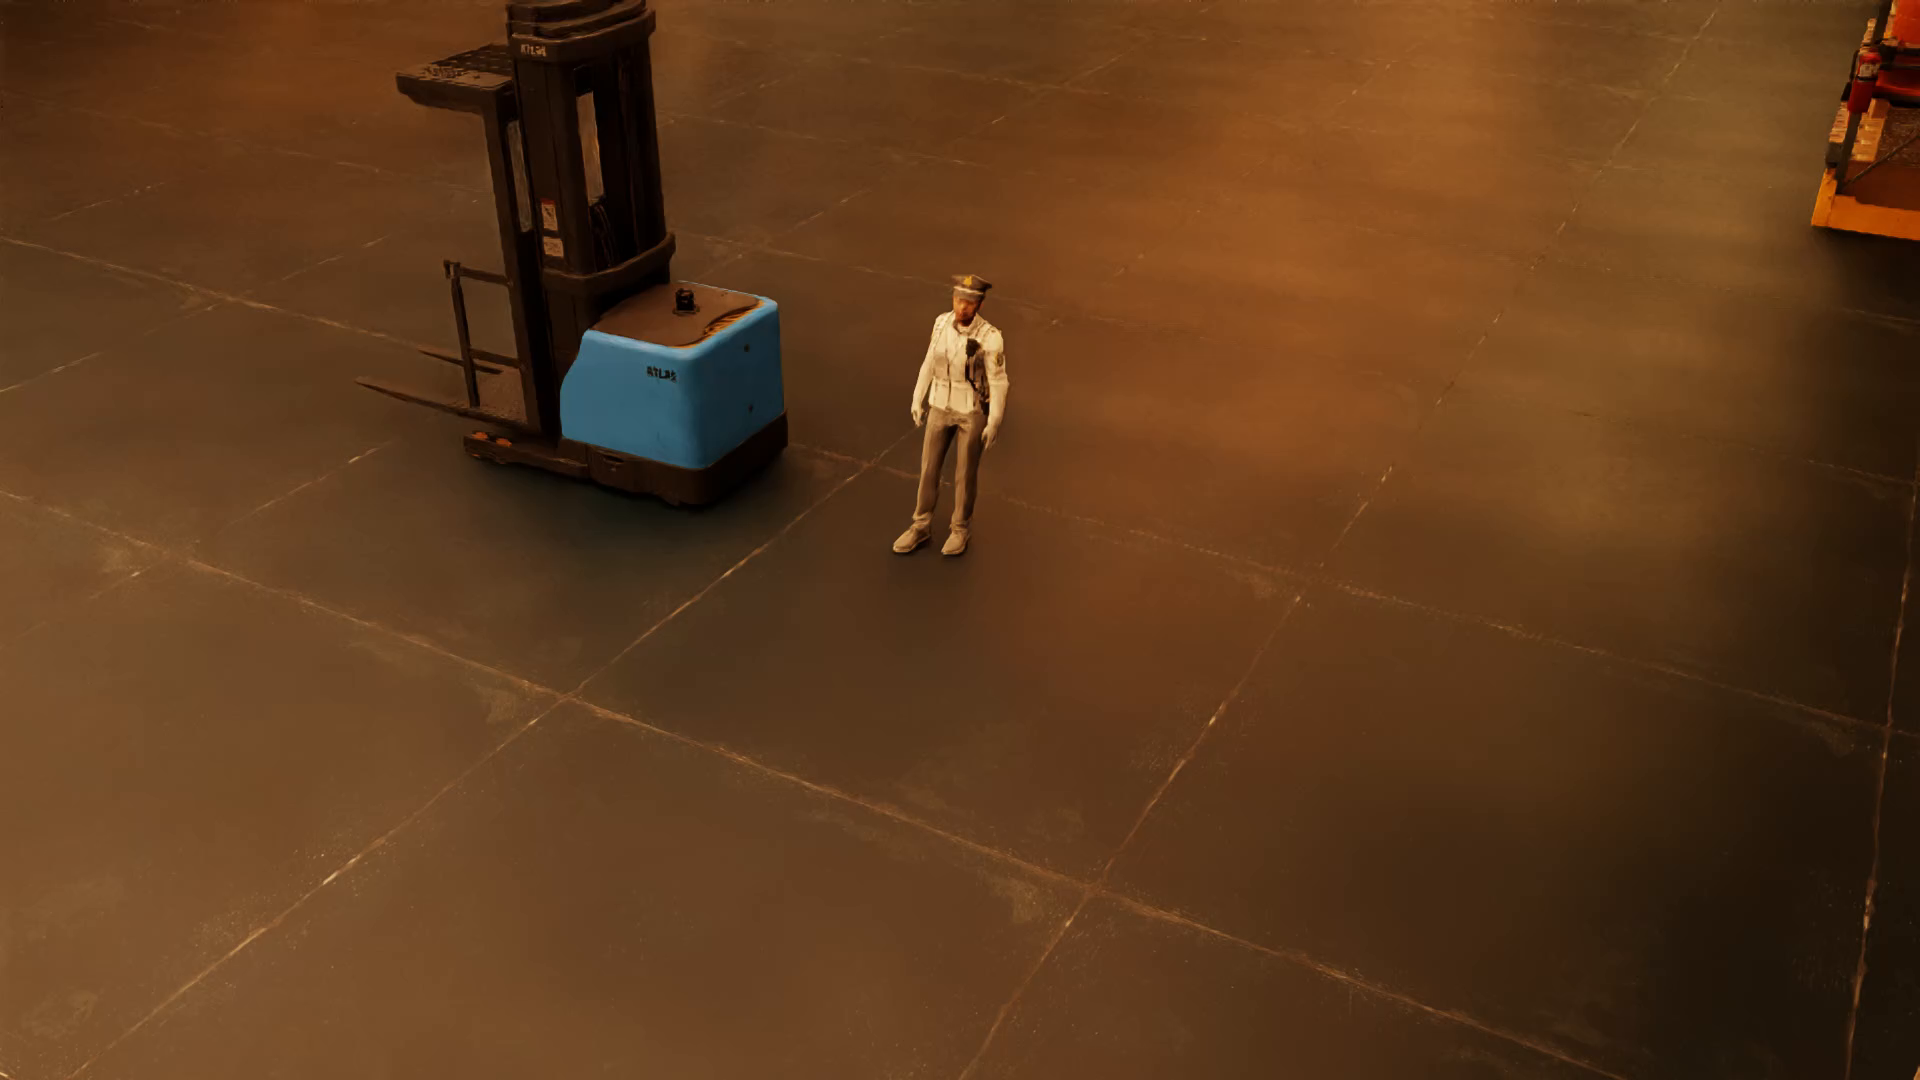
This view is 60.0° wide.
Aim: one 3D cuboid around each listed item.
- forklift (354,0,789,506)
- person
[{"bbox_3d":[-2.682,-1.984,10.509,3.031,2.935,1.130,14,33,23],"label":"forklift"},{"bbox_3d":[-0.039,-0.713,9.527,0.586,1.695,0.532,15,33,25],"label":"person"}]
